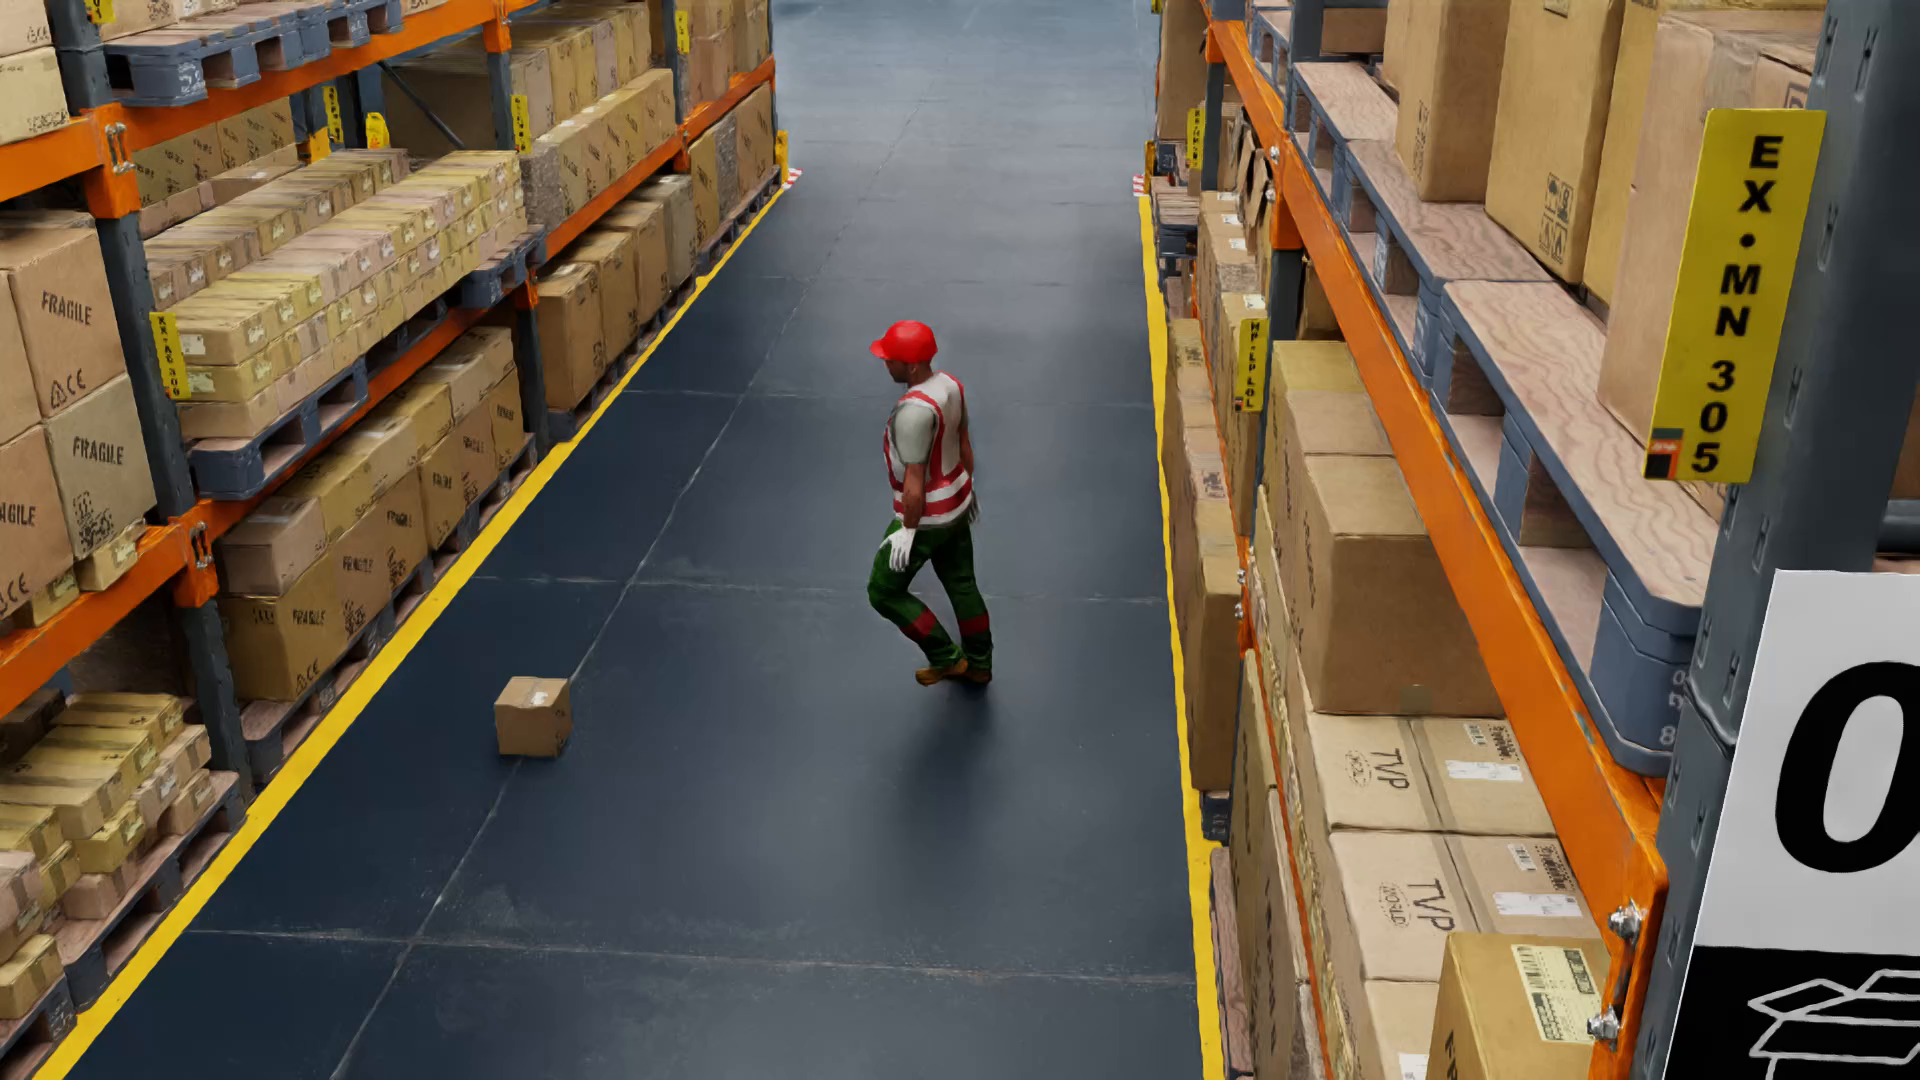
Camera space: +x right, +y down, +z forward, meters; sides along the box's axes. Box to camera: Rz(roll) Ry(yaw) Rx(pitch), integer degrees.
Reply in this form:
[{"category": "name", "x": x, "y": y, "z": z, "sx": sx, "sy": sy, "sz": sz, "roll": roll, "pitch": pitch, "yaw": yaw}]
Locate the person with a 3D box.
[{"category": "person", "x": -0.131, "y": -0.120, "z": 7.287, "sx": 0.473, "sy": 1.765, "sz": 0.652, "roll": 9, "pitch": 26, "yaw": 19}]
